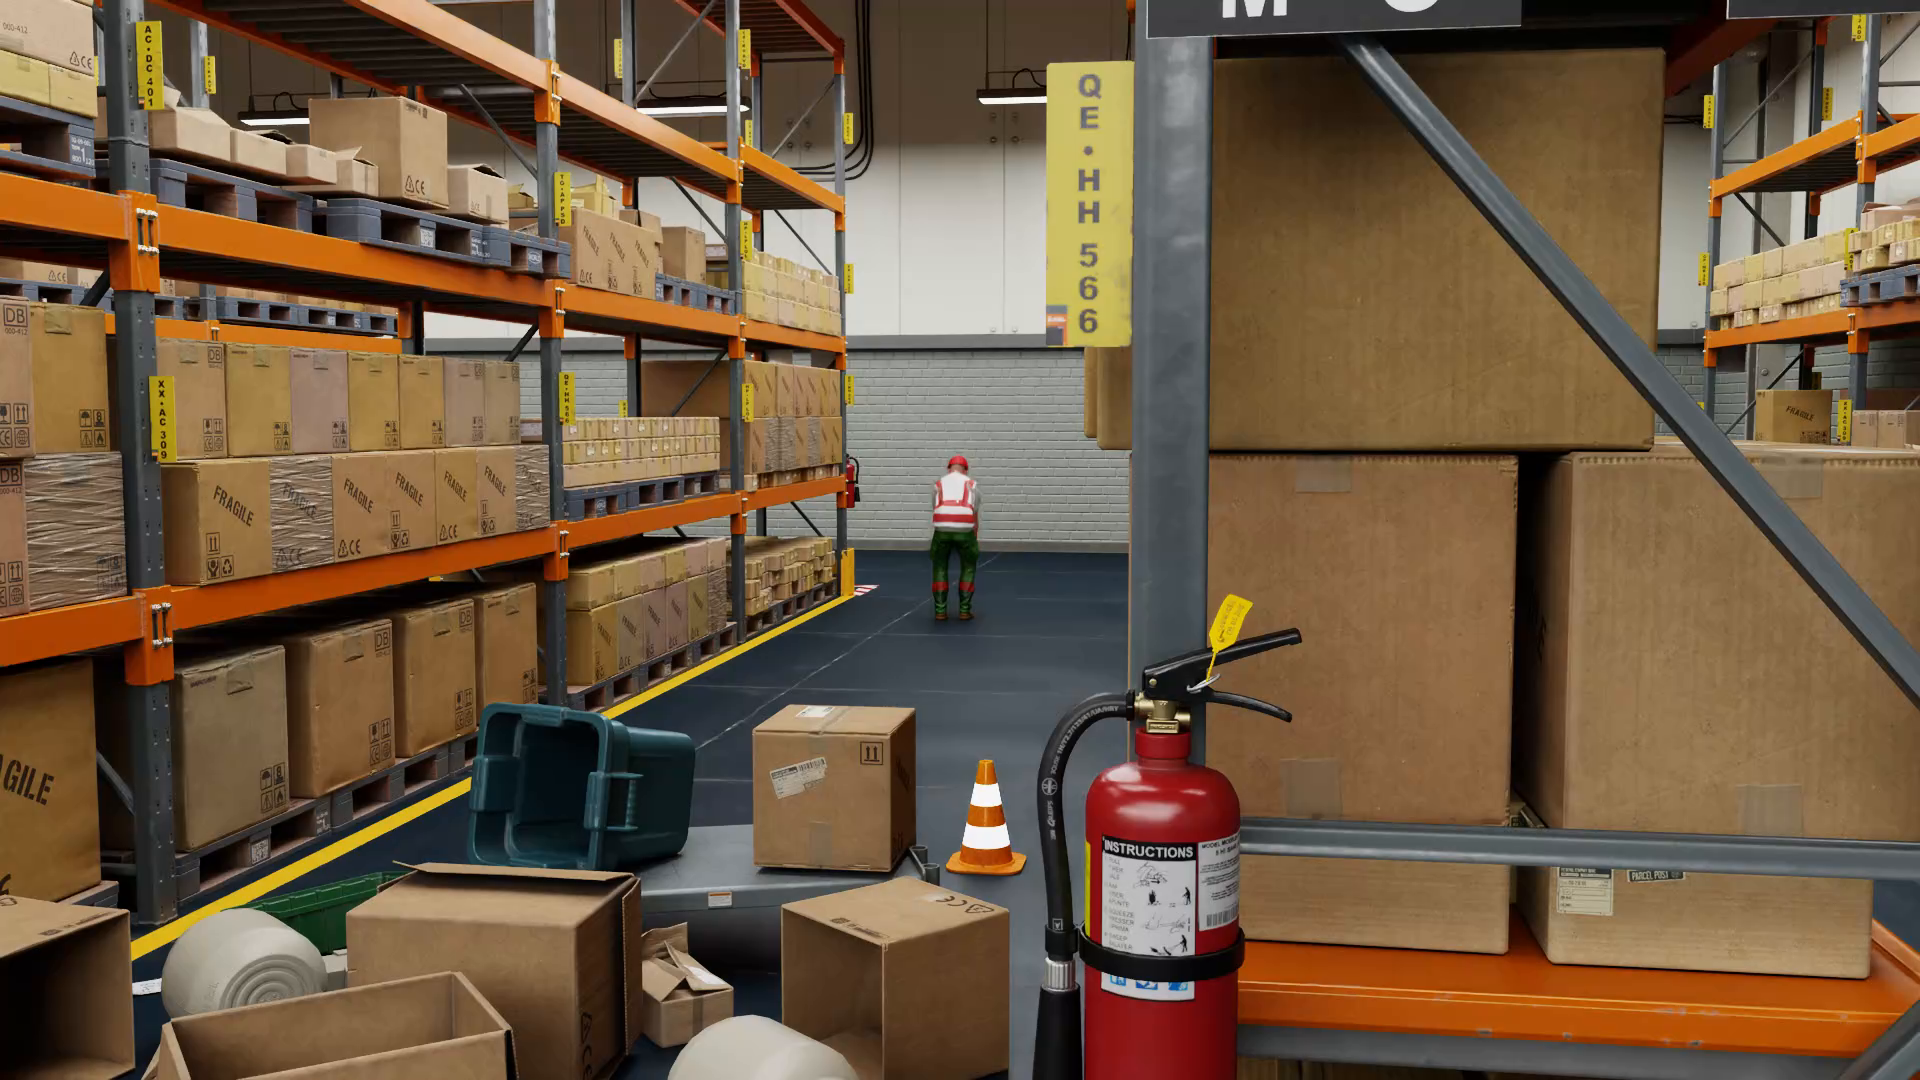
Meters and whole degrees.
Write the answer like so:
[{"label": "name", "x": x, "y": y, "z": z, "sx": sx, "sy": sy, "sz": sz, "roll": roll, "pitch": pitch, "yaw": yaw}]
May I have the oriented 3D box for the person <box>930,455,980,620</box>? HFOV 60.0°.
[{"label": "person", "x": -0.042, "y": -0.035, "z": 16.215, "sx": 0.484, "sy": 1.581, "sz": 0.784, "roll": 1, "pitch": 4, "yaw": 7}]
